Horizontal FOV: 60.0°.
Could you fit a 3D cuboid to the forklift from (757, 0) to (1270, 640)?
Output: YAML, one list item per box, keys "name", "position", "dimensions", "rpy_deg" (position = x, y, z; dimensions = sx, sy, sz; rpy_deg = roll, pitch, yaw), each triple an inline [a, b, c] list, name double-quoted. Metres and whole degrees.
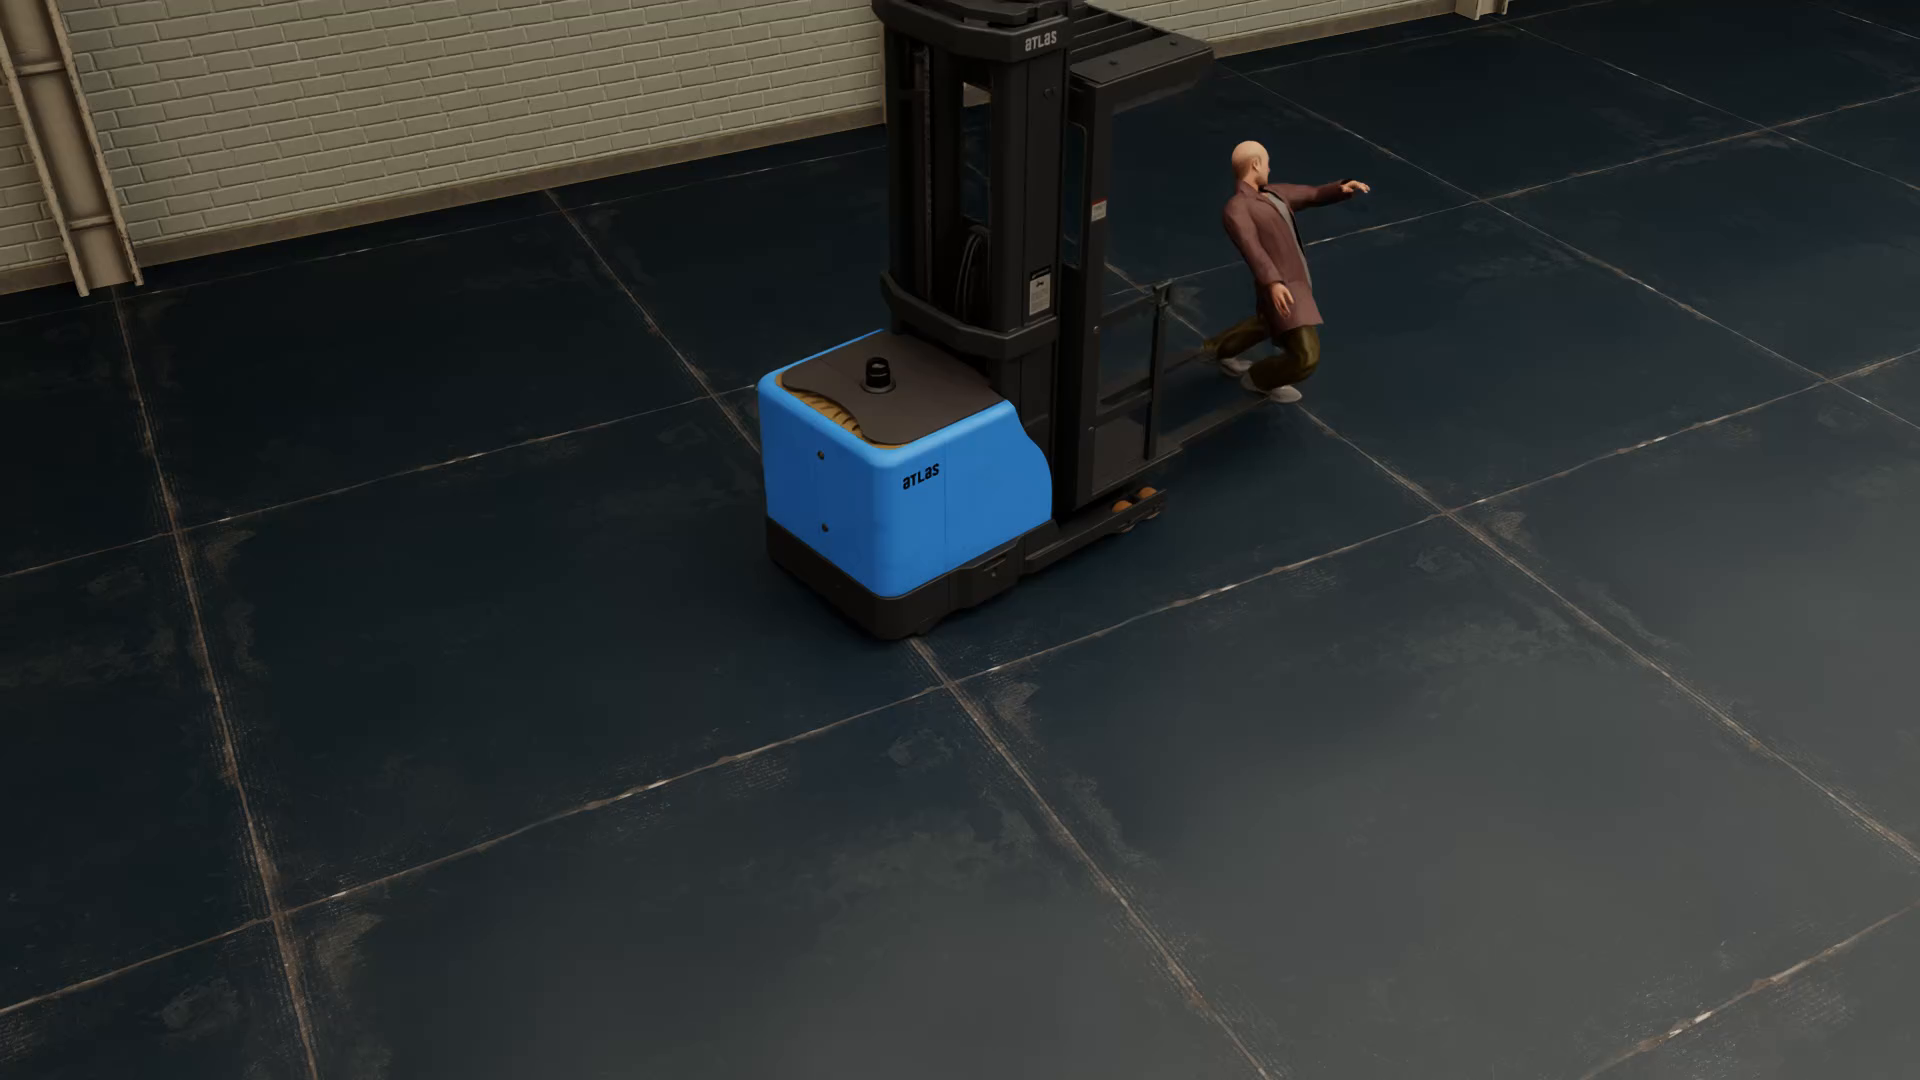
- name: "forklift"
  position: [0.459, -1.442, 8.163]
  dimensions: [3.031, 2.935, 1.130]
  rpy_deg: [-27, 43, -32]

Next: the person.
- name: "person"
  position: [1.730, -1.338, 9.186]
  dimensions: [0.869, 1.507, 1.035]
  rpy_deg: [8, 36, 11]
